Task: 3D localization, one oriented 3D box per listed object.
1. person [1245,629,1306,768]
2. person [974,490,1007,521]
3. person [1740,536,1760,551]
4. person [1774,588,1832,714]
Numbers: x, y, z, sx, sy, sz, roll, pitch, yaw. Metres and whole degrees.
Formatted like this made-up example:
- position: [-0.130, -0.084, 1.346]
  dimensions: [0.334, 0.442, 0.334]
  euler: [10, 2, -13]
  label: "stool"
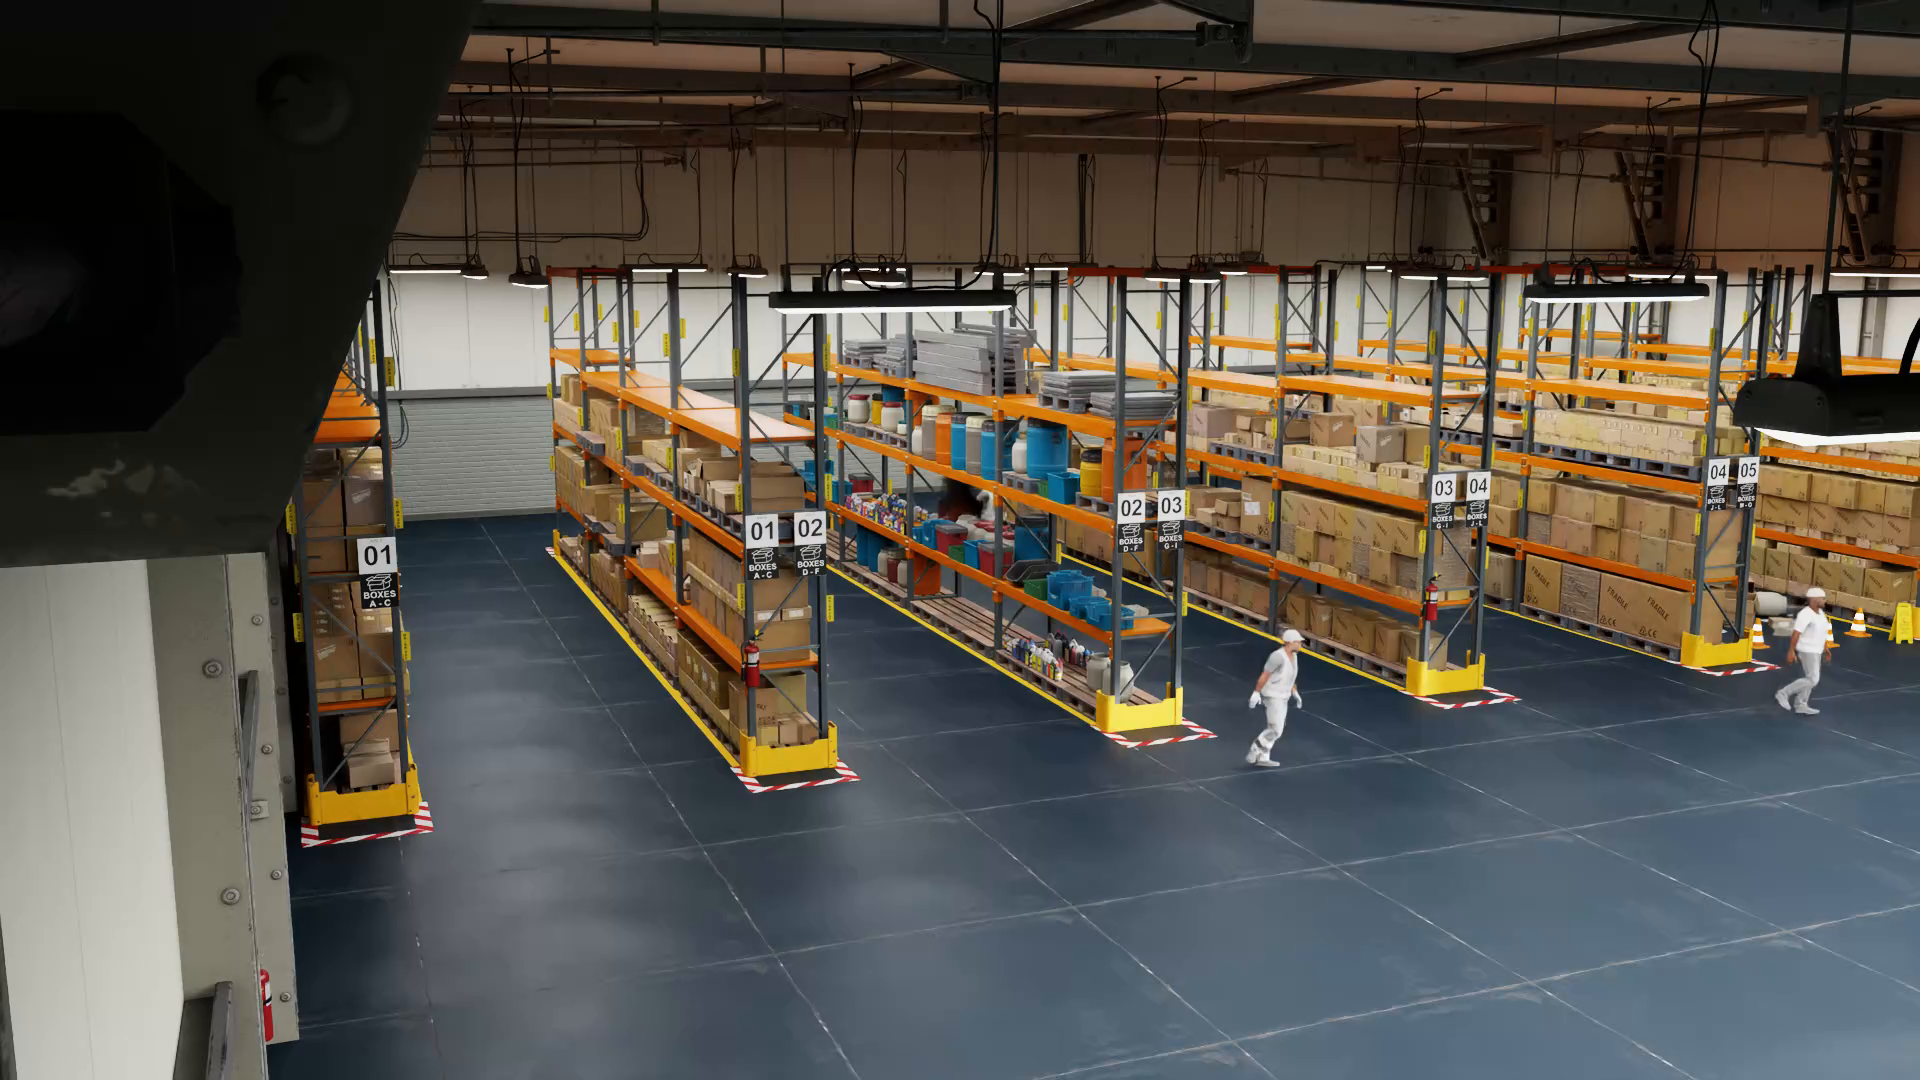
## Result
- position: [3.892, 1.949, 20.466]
  dimensions: [0.592, 1.748, 0.696]
  euler: [8, 12, 37]
  label: "person"
- position: [0.609, -0.431, 32.619]
  dimensions: [0.675, 1.683, 0.717]
  euler: [-8, 13, -38]
  label: "person"
- position: [15.800, -0.212, 32.899]
  dimensions: [0.670, 1.735, 0.715]
  euler: [-6, 12, -31]
  label: "person"
- position: [11.594, 1.526, 22.815]
  dimensions: [0.589, 1.746, 0.659]
  euler: [8, 13, 39]
  label: "person"
